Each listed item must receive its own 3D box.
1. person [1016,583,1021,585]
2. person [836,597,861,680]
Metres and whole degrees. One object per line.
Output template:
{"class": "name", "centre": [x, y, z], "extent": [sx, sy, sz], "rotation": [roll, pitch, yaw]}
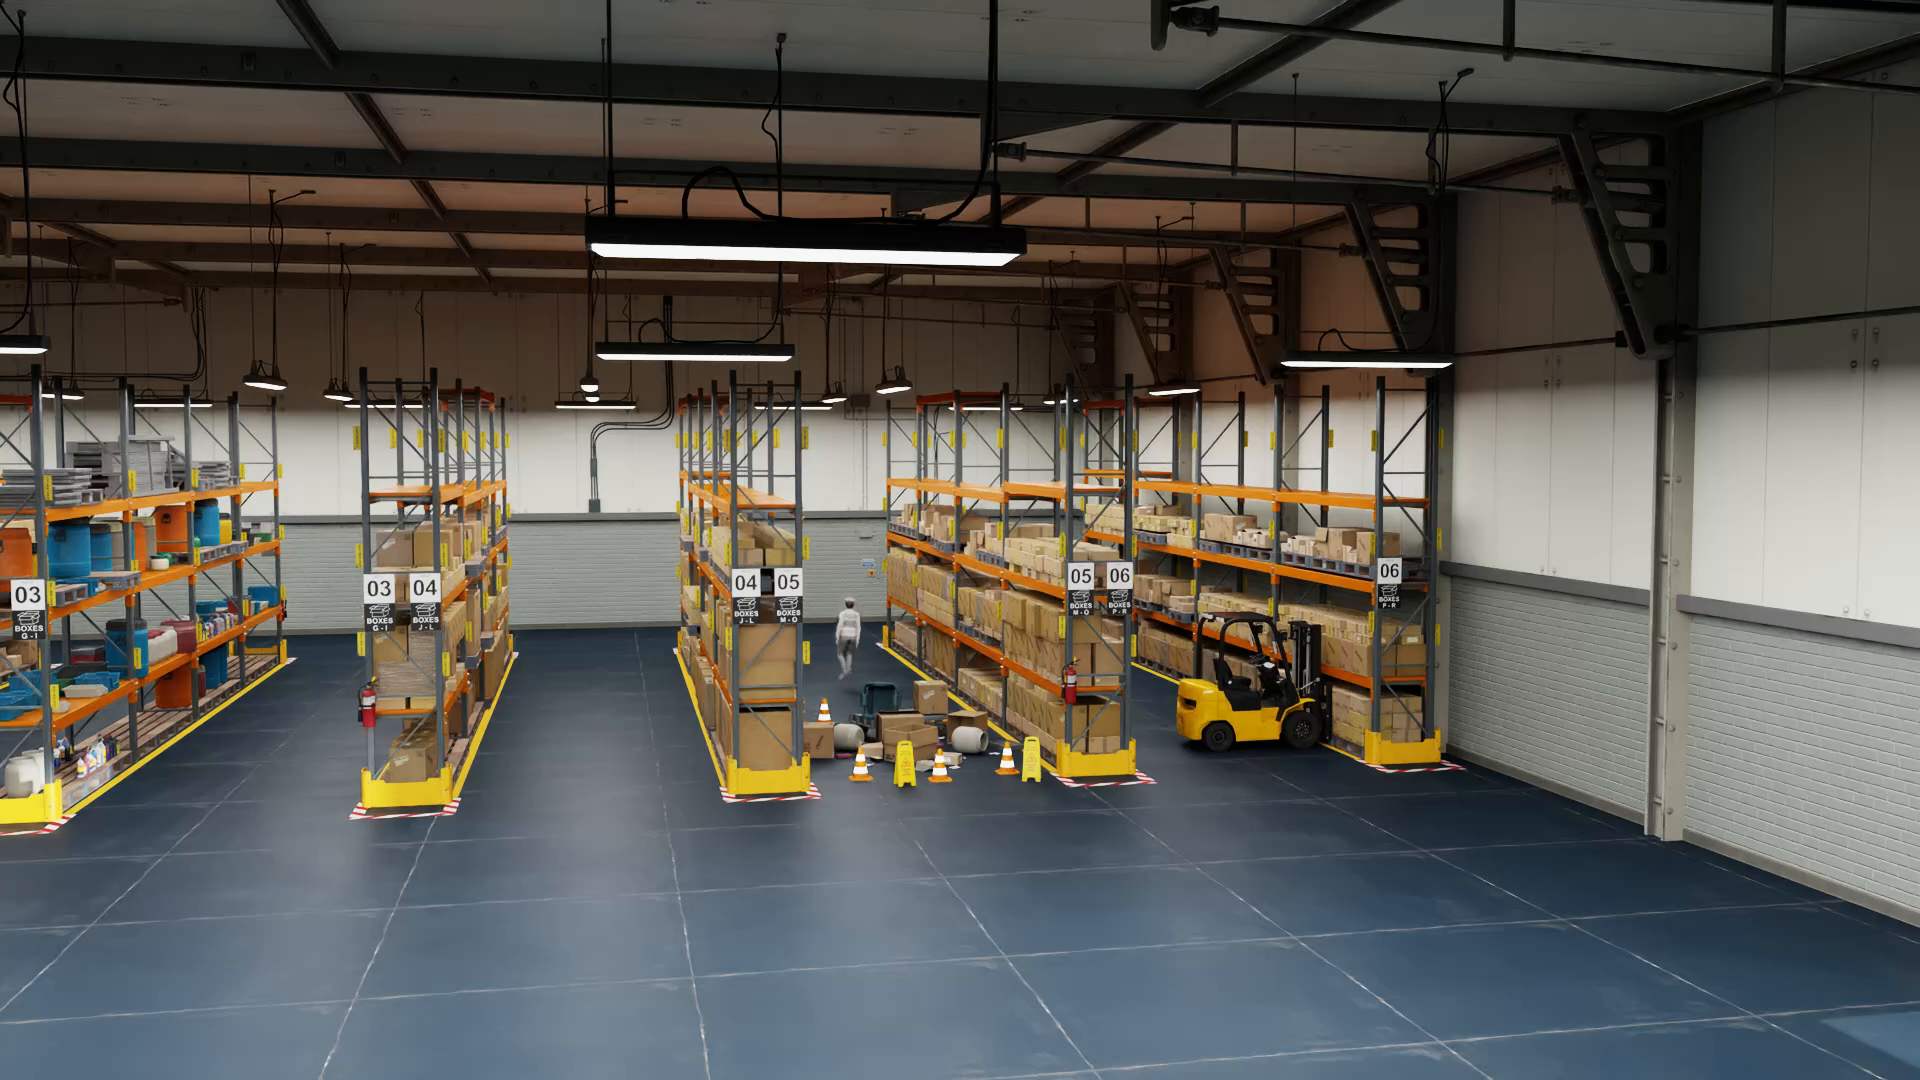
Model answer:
{"class": "person", "centre": [1.558, 1.643, 42.264], "extent": [0.663, 1.654, 0.445], "rotation": [-1, 3, -14]}
{"class": "person", "centre": [-2.269, 1.995, 33.682], "extent": [0.520, 1.660, 0.461], "rotation": [-1, 4, -15]}
